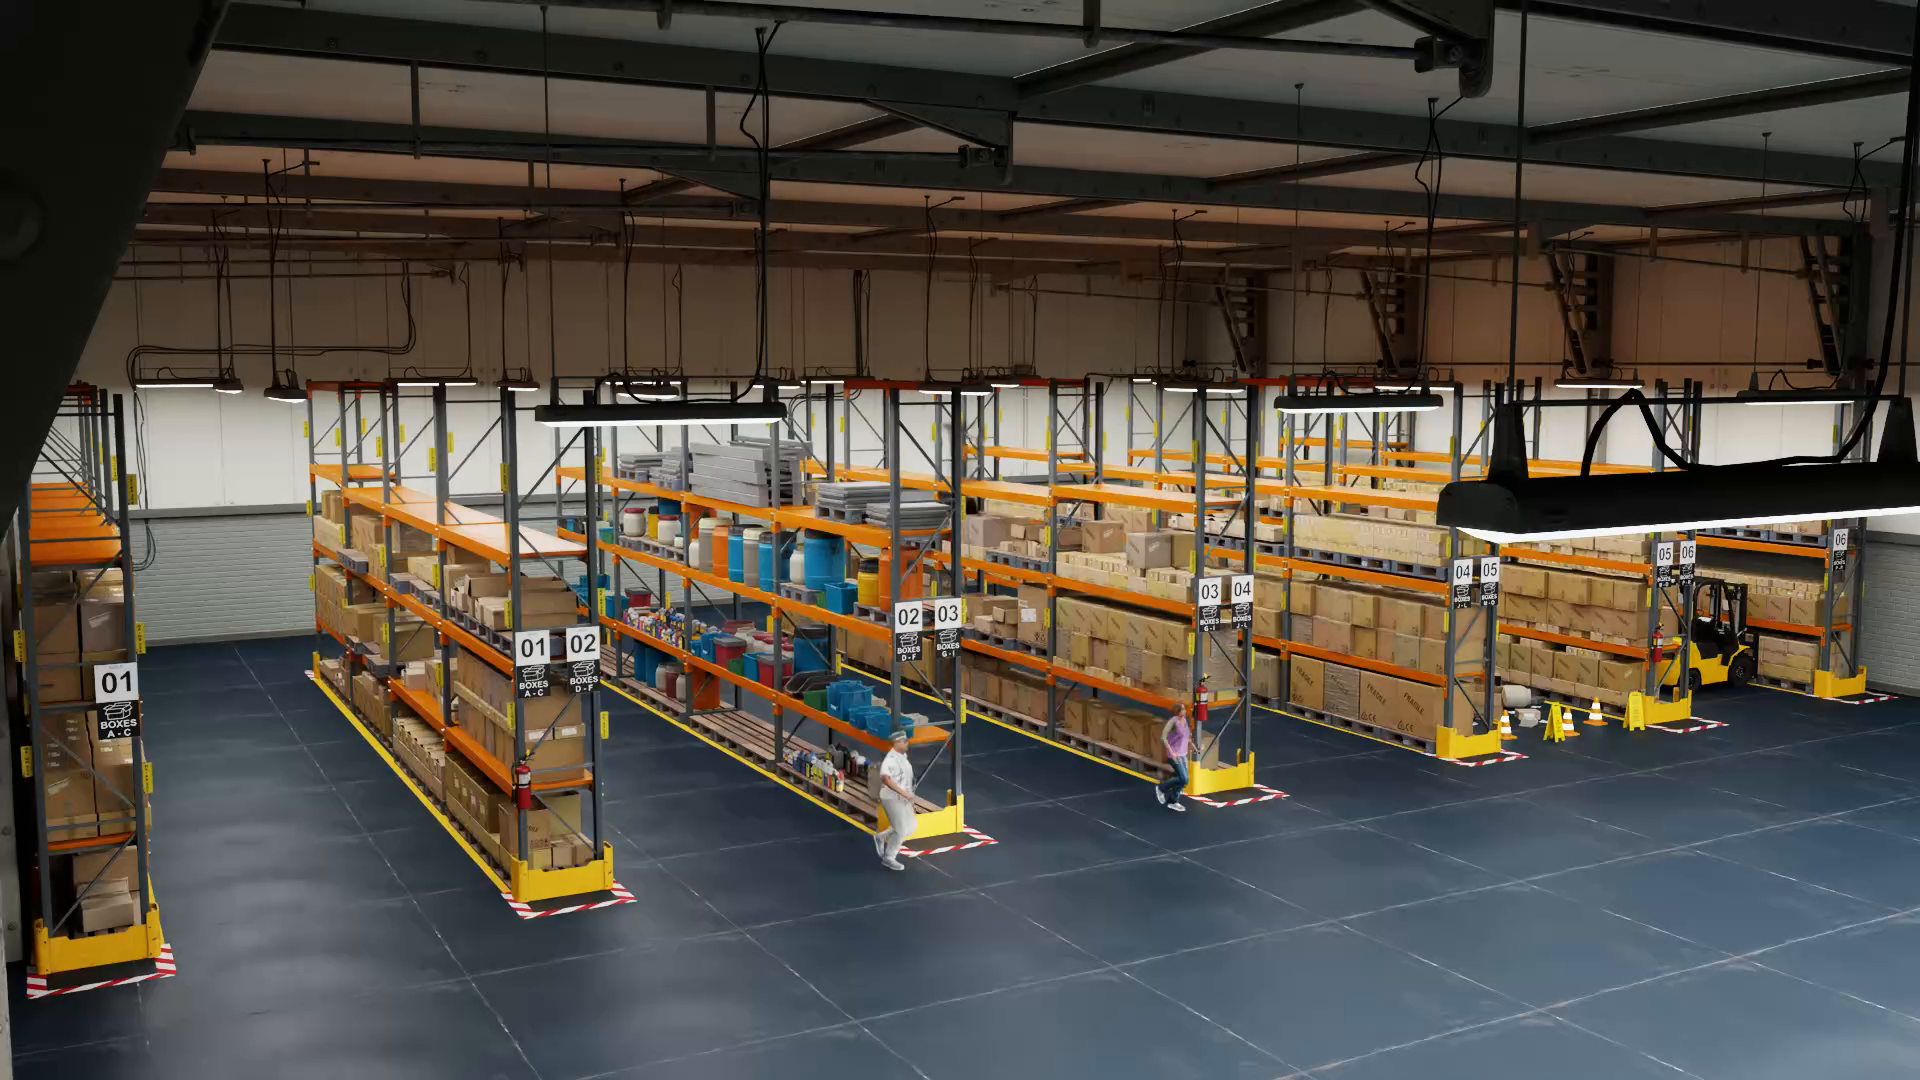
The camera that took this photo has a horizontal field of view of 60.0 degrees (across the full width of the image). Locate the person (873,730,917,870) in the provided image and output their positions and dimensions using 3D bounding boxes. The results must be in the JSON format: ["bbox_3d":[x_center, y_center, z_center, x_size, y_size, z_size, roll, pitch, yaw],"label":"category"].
[{"bbox_3d":[-0.807,3.253,21.051,0.532,1.717,0.754,2,6,16],"label":"person"}]

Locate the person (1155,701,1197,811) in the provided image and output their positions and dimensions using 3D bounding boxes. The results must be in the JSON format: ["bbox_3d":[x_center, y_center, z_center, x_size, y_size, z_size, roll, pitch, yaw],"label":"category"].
[{"bbox_3d":[3.068,3.055,23.592,0.538,1.570,0.554,4,7,35],"label":"person"}]
